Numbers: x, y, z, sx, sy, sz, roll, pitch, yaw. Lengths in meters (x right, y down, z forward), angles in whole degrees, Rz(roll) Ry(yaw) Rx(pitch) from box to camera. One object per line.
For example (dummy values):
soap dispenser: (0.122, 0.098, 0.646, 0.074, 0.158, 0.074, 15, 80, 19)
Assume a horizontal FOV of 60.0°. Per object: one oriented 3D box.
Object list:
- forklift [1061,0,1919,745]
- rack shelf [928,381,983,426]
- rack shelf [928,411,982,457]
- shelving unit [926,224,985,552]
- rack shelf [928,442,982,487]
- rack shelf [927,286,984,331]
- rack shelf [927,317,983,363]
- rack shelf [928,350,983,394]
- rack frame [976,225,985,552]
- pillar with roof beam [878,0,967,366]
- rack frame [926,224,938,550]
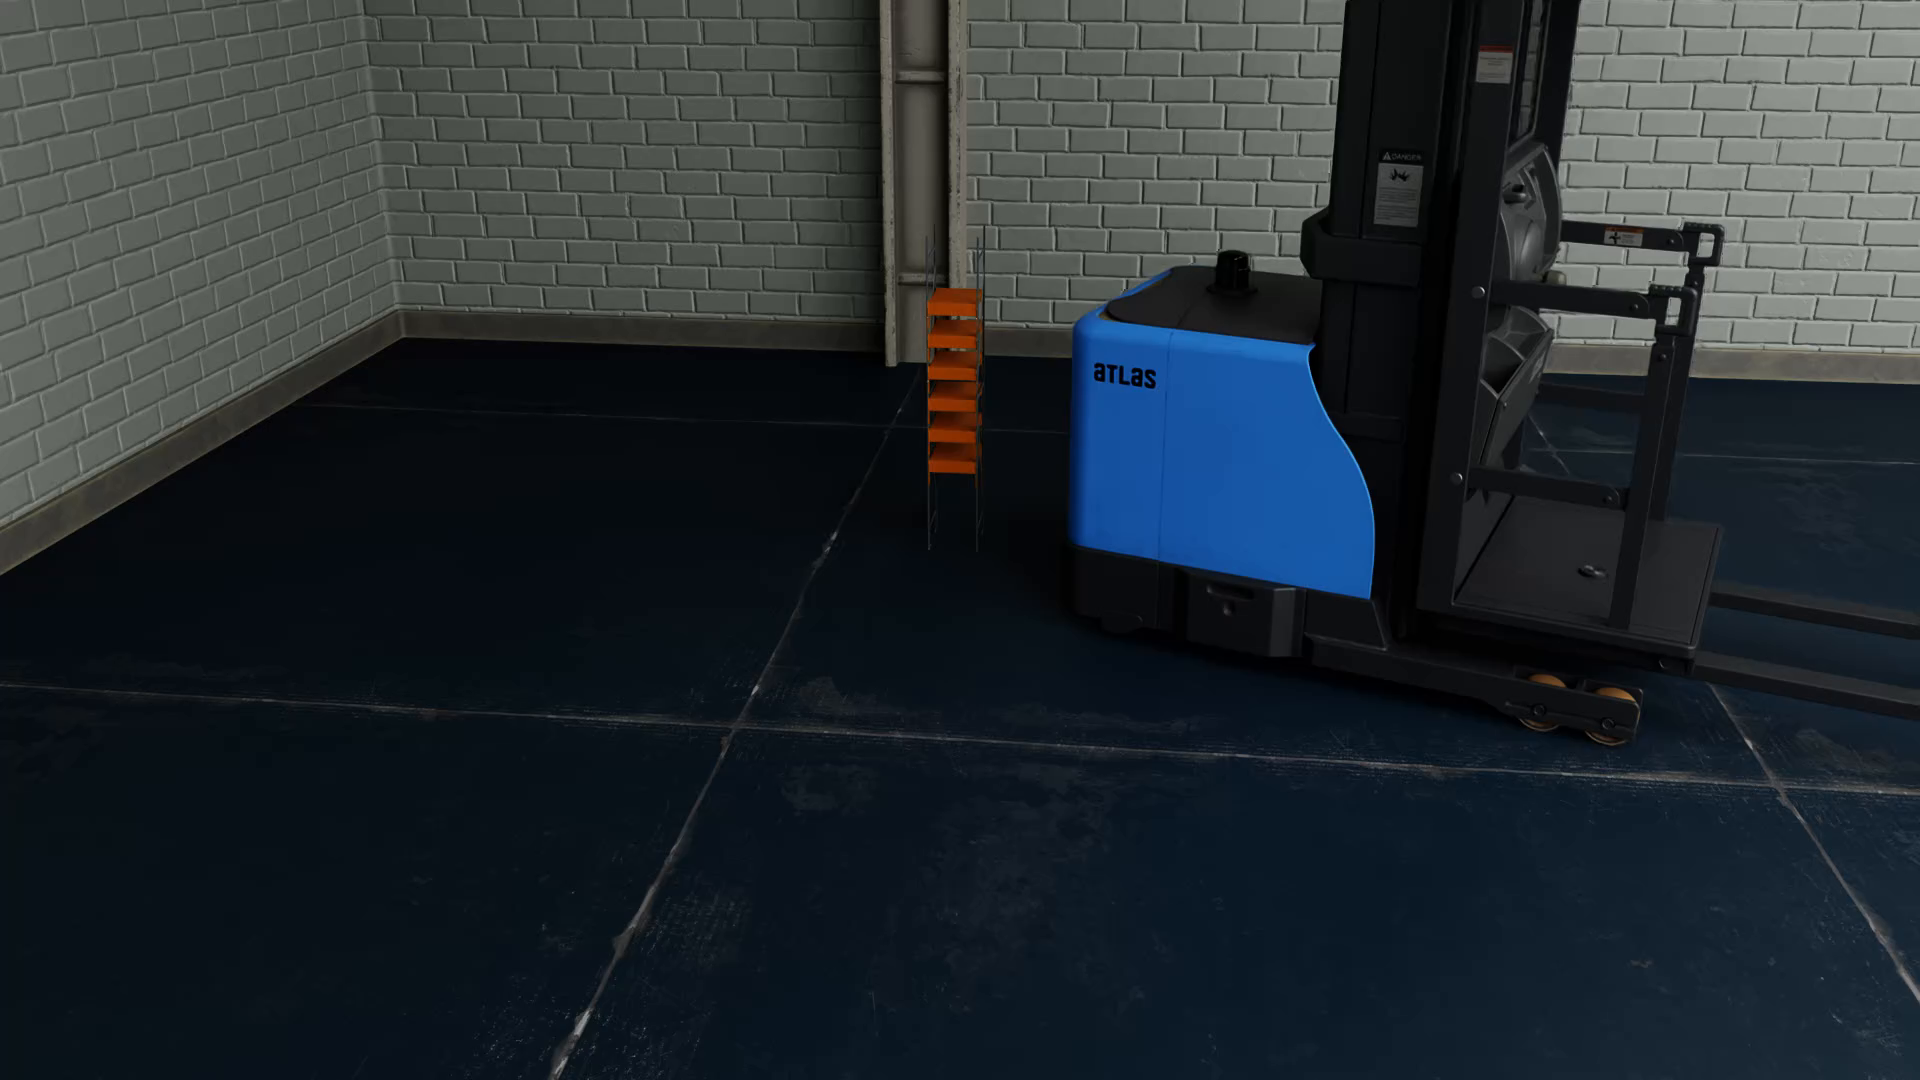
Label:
forklift: (1.898, -0.981, 4.934, 3.031, 2.935, 1.130, 11, 24, 25)
rack shelf: (-0.014, -0.517, 6.237, 0.180, 0.103, 0.258, 2, 22, 6)
rack shelf: (-0.014, -0.406, 6.281, 0.180, 0.103, 0.258, 2, 22, 6)
shelving unit: (-0.014, -0.559, 6.221, 0.189, 1.200, 0.258, 2, 22, 6)
rack shelf: (-0.014, -0.294, 6.325, 0.180, 0.103, 0.258, 2, 22, 6)
rack shelf: (-0.014, -0.852, 6.105, 0.180, 0.103, 0.258, 2, 22, 6)
rack shelf: (-0.014, -0.740, 6.149, 0.180, 0.103, 0.258, 2, 22, 6)
rack shelf: (-0.014, -0.629, 6.193, 0.180, 0.103, 0.258, 2, 22, 6)
rack frame: (0.077, -0.555, 6.211, 0.006, 1.200, 0.240, 2, 22, 6)
pillar with roof beam: (-0.688, -3.577, 3.247, 0.400, 9.000, 9.100, 2, 22, 6)
rack frame: (-0.105, -0.563, 6.231, 0.006, 1.200, 0.240, 2, 22, 6)
